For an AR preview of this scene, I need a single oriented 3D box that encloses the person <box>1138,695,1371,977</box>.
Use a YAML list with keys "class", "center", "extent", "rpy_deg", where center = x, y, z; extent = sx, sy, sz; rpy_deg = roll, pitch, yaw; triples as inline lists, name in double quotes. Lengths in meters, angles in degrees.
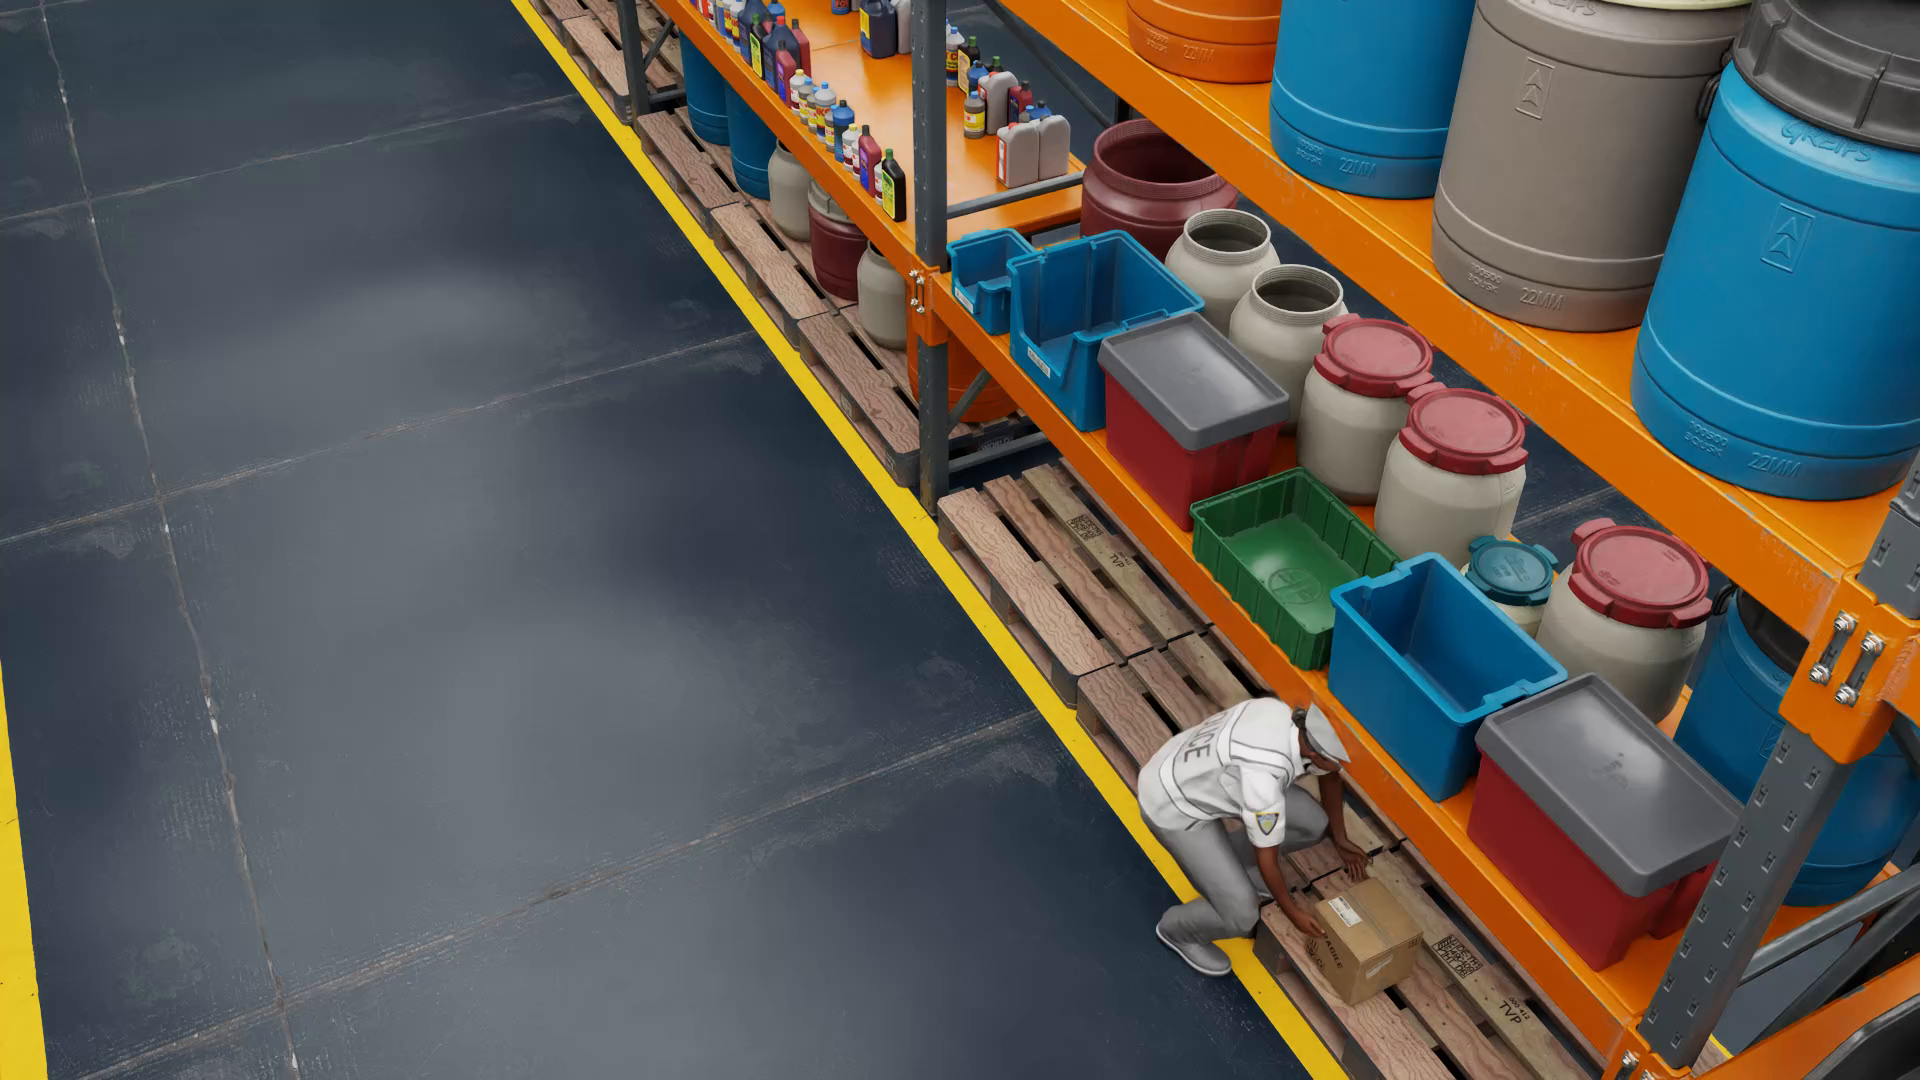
- class: "person"
  center: [0.960, 0.903, 5.443]
  extent: [0.742, 1.267, 0.502]
  rpy_deg: [27, 48, 27]
